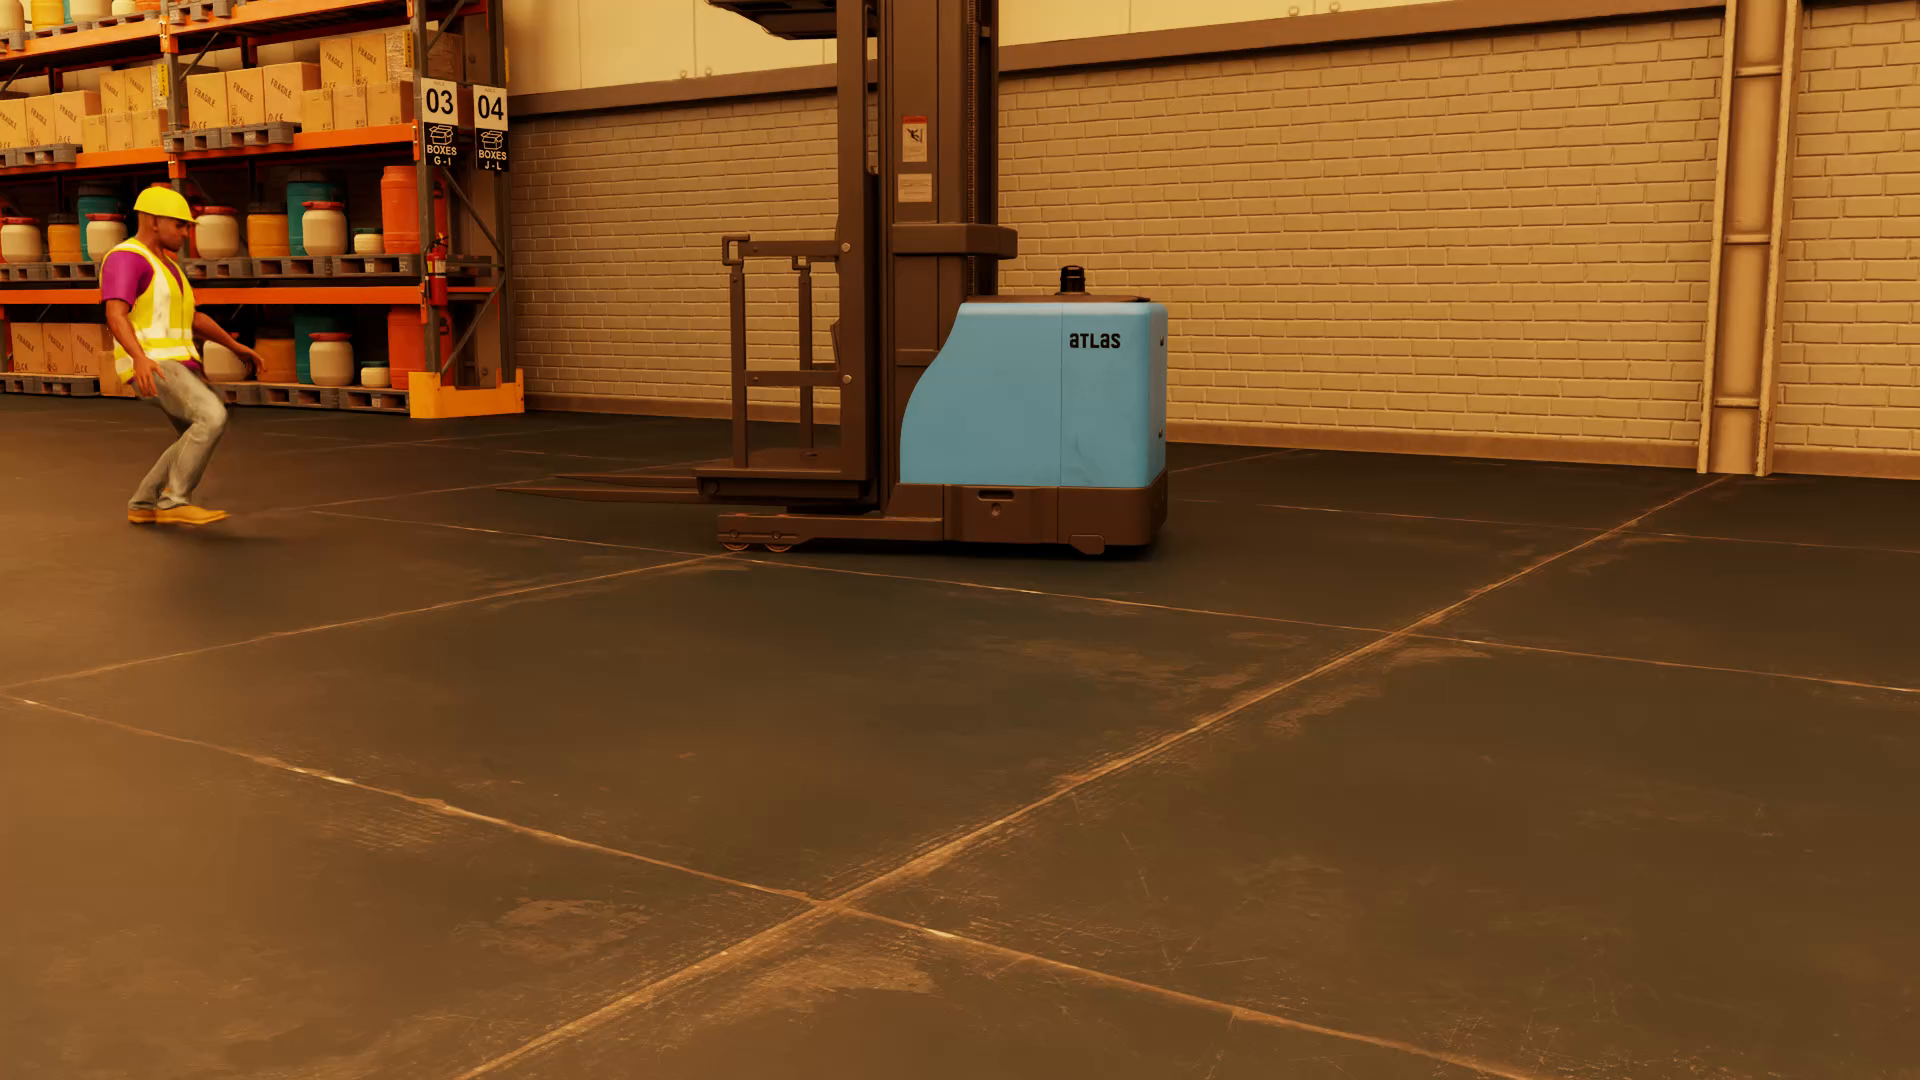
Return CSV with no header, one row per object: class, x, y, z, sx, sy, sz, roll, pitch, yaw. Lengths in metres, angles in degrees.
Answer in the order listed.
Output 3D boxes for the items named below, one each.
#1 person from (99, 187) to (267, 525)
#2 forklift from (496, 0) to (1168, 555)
person,-3.736,-0.847,7.904,0.699,1.631,1.021,0,8,-3
forklift,-0.596,-1.469,7.520,3.031,2.935,1.130,2,8,12
